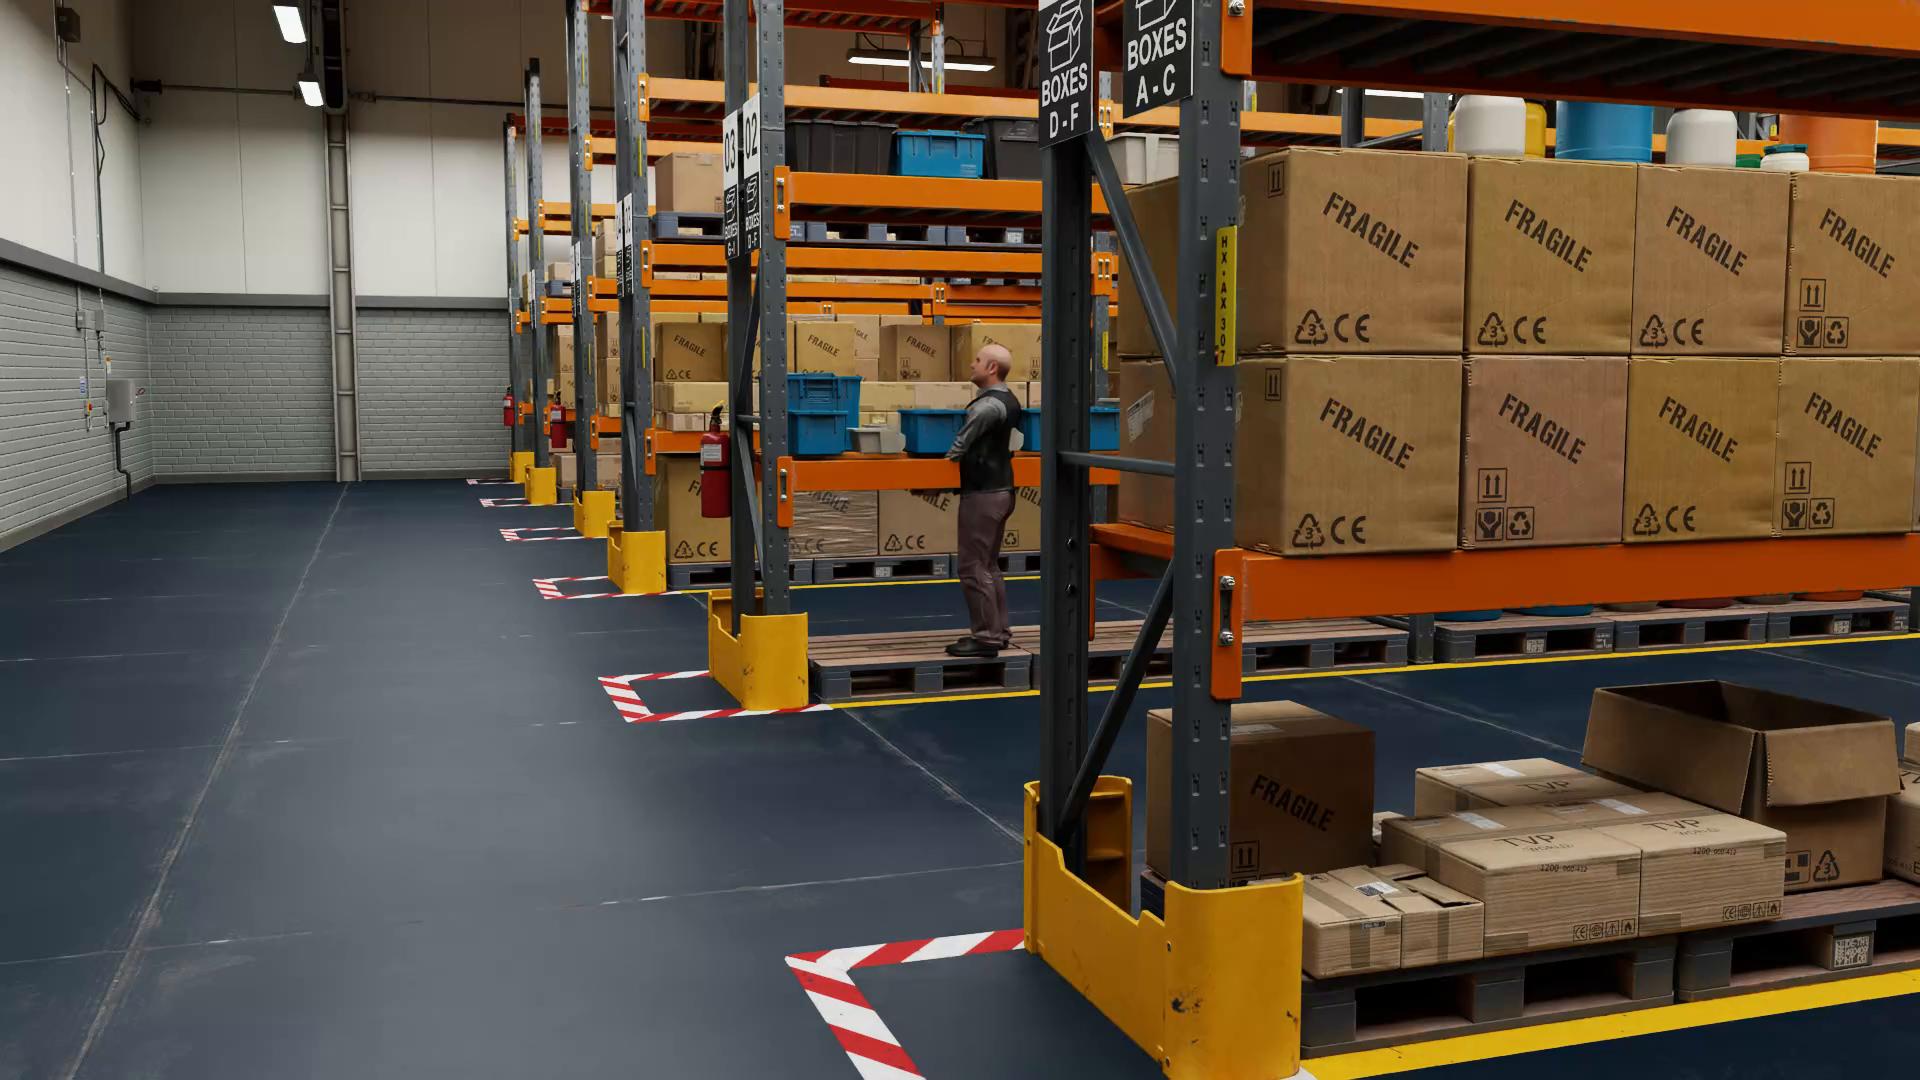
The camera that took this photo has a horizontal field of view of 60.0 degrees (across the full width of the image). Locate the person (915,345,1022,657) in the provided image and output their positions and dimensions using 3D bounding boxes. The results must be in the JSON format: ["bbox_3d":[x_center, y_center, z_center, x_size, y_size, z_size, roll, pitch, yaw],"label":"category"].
[{"bbox_3d":[0.045,-0.223,9.229,0.550,1.711,0.494,1,6,14],"label":"person"}]
